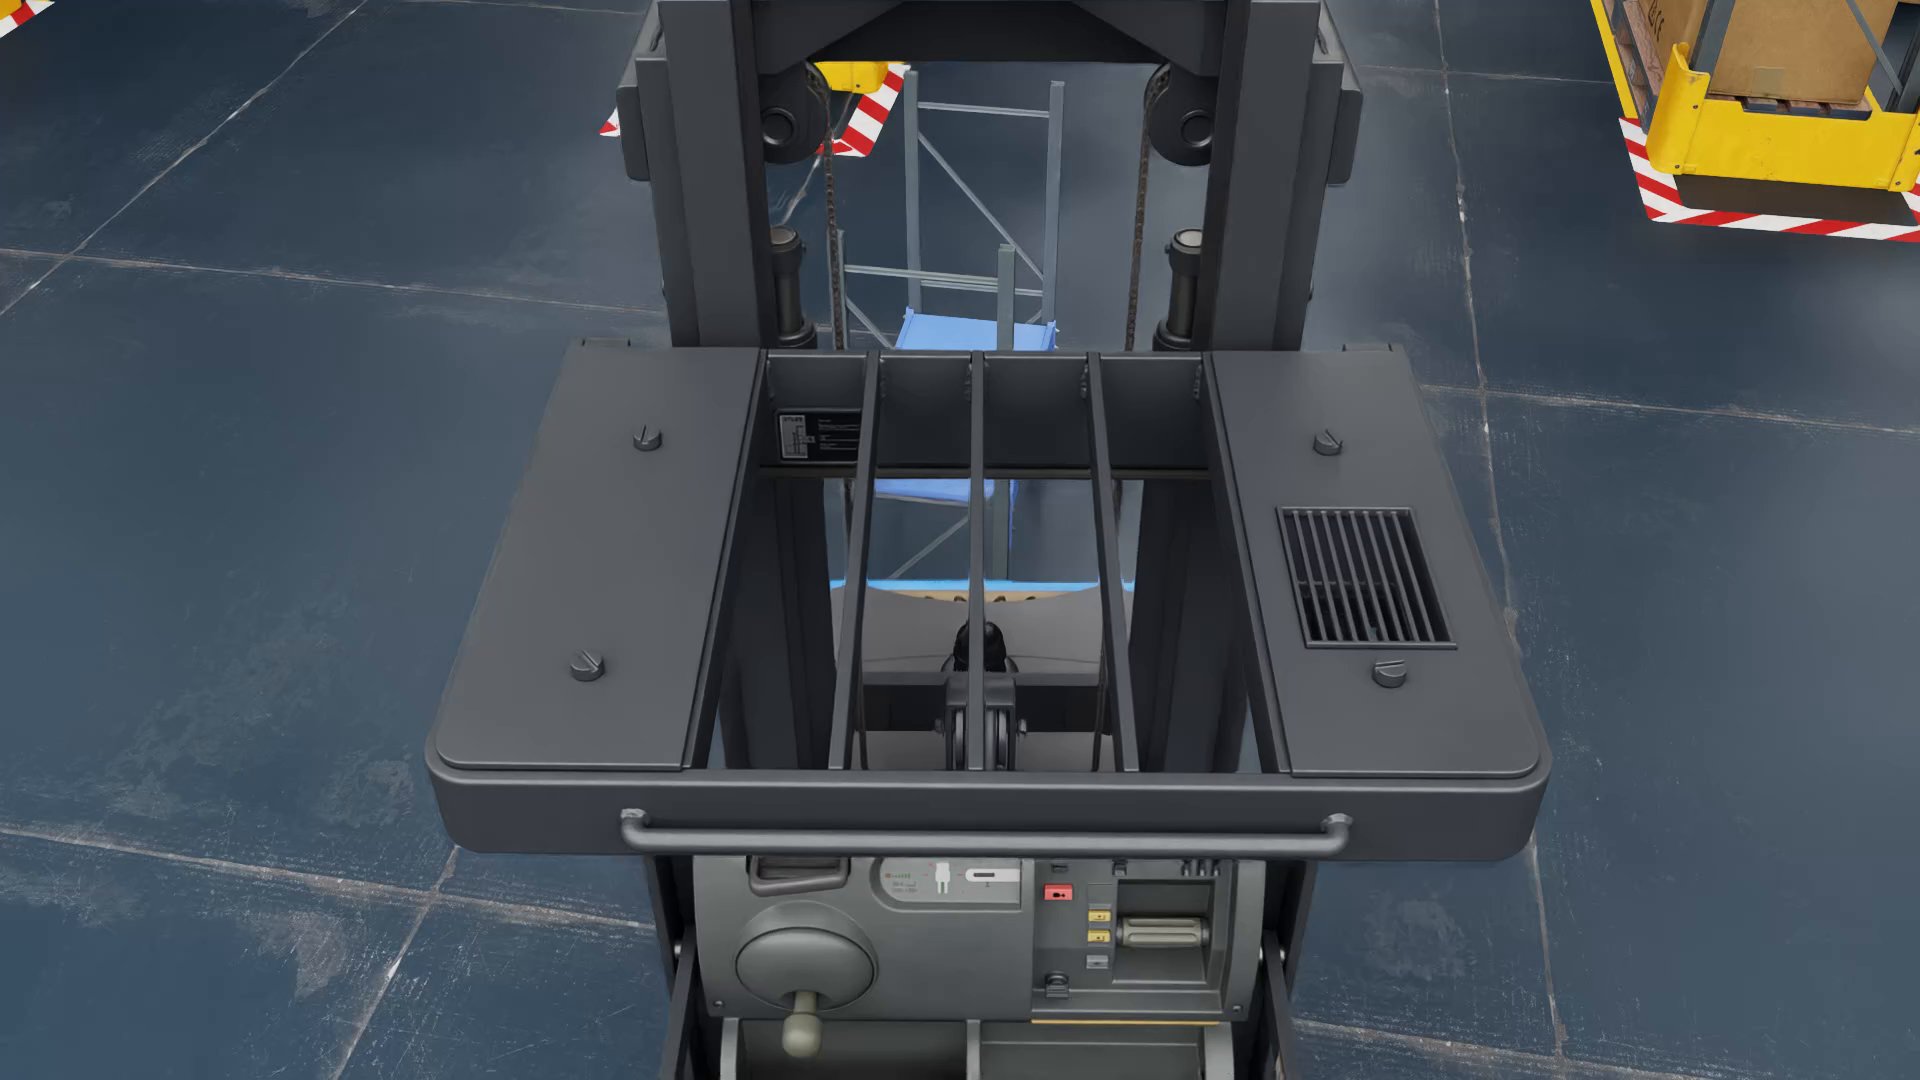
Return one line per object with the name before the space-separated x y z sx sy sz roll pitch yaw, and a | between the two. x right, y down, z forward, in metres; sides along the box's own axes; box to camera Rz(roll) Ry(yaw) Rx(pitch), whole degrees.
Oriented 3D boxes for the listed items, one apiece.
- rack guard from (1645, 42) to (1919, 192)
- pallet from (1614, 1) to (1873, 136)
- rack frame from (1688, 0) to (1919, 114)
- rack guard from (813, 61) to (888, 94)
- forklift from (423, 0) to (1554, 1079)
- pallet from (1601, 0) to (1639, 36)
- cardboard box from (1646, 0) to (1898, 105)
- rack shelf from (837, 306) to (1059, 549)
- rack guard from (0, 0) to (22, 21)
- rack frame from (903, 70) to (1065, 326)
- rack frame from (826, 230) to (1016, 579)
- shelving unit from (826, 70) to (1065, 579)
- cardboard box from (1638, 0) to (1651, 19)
rack guard | 3.878 -1.970 7.741 1.175 0.500 0.348 6 40 8
pallet | 3.944 -2.384 8.468 1.003 0.211 1.213 6 40 8
rack frame | 3.882 -2.949 6.962 1.000 3.000 0.127 6 40 8
rack guard | -0.972 -2.643 8.555 1.175 0.500 0.348 6 40 8
forklift | 0.031 0.727 2.570 1.130 2.935 3.031 0 40 0
pallet | 4.157 -3.148 9.392 1.003 0.211 1.213 6 40 8
cardboard box | 3.934 -2.725 8.029 0.875 0.875 0.875 7 40 8
rack shelf | -0.015 -0.386 5.322 0.538 0.185 1.000 6 40 8
rack guard | -5.897 -3.195 9.222 1.175 0.500 0.348 6 40 8
rack frame | 0.073 -0.844 5.593 0.500 1.500 0.032 6 40 8
rack frame | -0.103 -0.205 4.821 0.500 1.500 0.032 6 40 8
shelving unit | -0.015 -0.524 5.207 0.538 1.500 1.048 6 40 8
cardboard box | 4.085 -3.277 8.697 0.875 0.875 0.875 6 40 7
